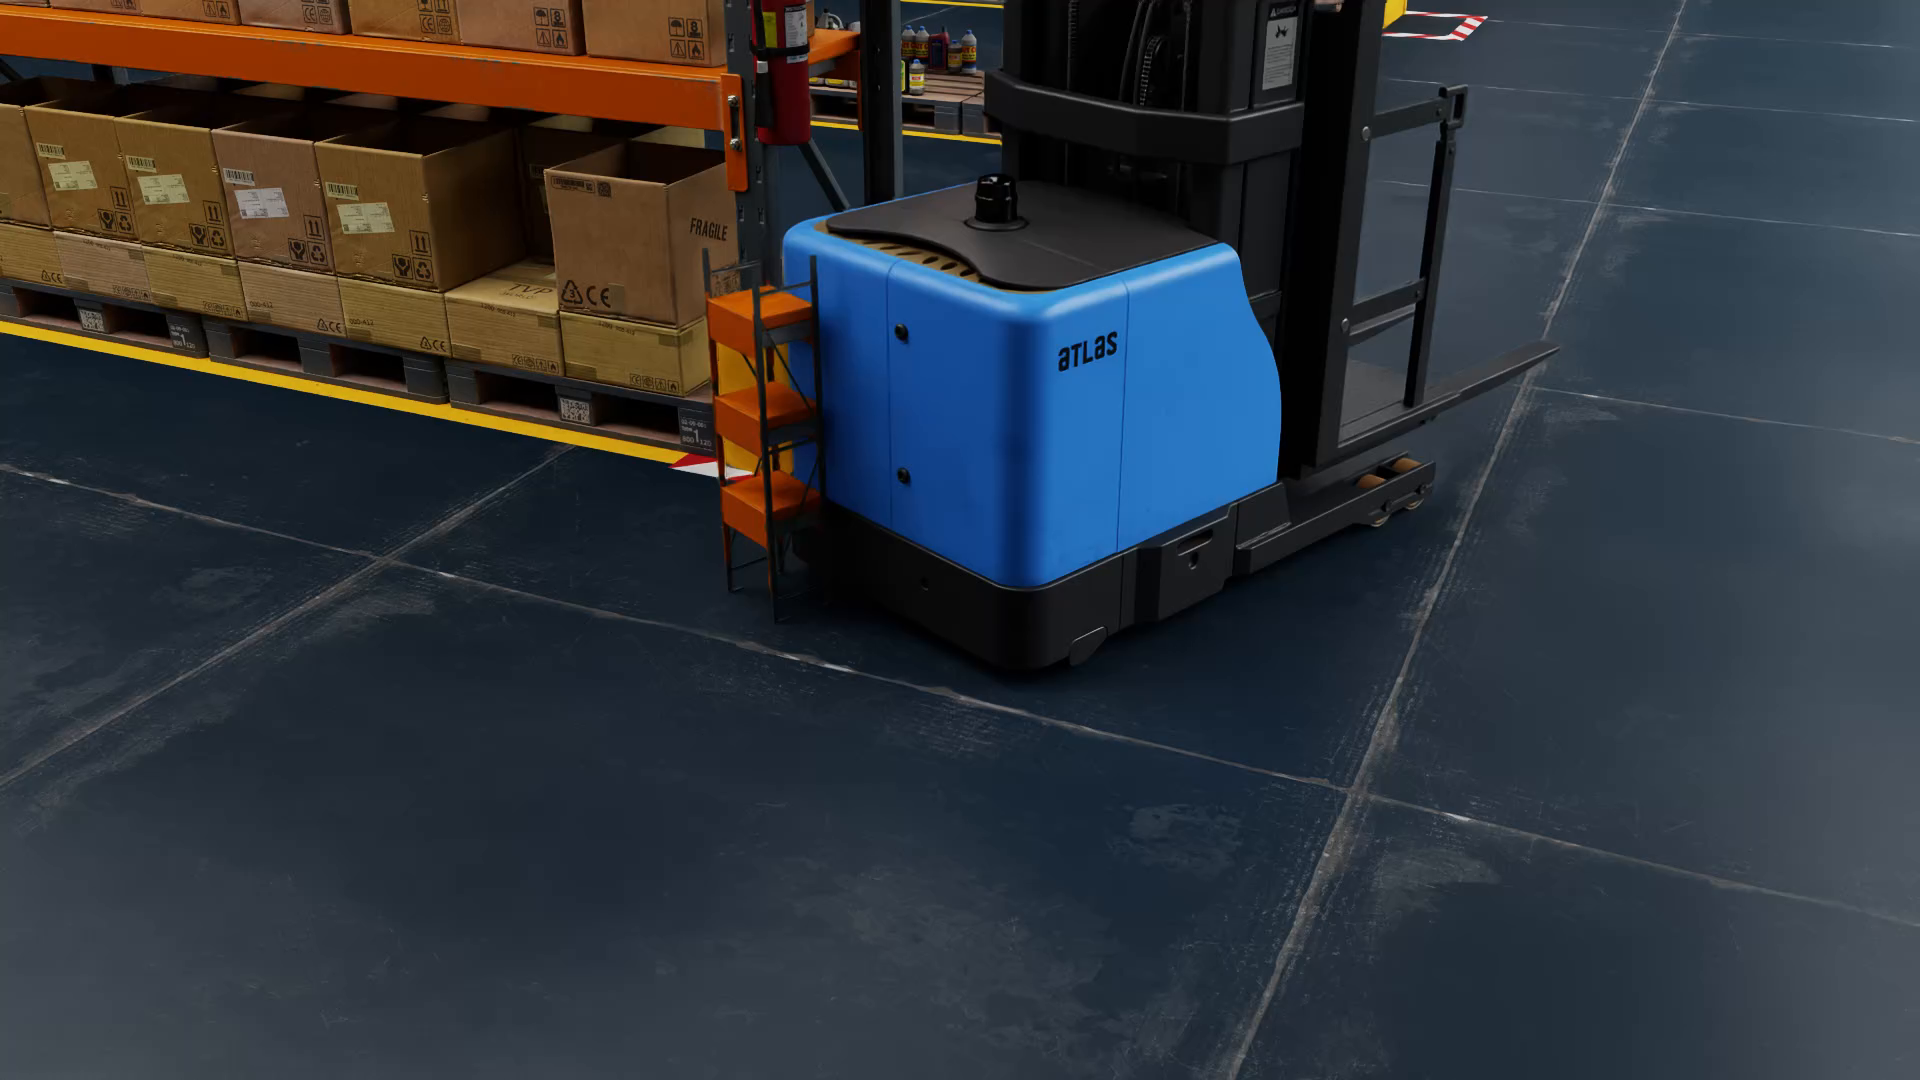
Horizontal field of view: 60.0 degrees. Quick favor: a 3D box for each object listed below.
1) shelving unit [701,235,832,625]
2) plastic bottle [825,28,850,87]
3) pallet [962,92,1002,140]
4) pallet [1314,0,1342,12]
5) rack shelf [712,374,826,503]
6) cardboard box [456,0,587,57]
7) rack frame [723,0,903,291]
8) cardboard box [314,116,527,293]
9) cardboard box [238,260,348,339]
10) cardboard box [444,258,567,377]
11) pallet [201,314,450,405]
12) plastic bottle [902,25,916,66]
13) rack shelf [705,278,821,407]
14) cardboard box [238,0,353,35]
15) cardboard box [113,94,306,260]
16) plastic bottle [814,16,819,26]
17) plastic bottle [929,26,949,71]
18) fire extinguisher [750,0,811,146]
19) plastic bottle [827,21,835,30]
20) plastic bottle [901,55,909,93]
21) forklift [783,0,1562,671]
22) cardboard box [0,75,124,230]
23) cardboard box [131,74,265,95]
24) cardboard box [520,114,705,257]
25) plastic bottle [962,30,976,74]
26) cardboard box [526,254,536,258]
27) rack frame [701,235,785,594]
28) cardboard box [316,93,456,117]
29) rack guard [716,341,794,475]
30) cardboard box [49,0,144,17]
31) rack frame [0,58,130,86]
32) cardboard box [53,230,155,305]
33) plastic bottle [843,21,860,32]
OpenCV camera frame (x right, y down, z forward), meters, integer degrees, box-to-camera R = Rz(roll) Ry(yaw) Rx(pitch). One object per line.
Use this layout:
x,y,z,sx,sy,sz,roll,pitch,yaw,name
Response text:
-0.535,-0.299,4.666,0.215,1.050,0.252,-20,33,-34,shelving unit
-0.769,-3.086,10.624,0.185,0.351,0.144,13,29,24,plastic bottle
0.755,-2.701,10.498,1.213,0.211,1.003,11,28,22,pallet
2.837,-4.724,14.606,1.213,0.211,1.003,11,28,22,pallet
-0.535,-0.289,4.671,0.215,0.259,0.240,-20,33,-34,rack shelf
-1.373,-2.045,5.895,0.500,0.500,0.700,12,29,23,cardboard box
-0.473,-1.816,5.542,0.127,3.000,1.000,11,28,22,rack frame
-2.001,-1.262,6.207,0.500,0.500,0.500,11,28,22,cardboard box
-2.454,-1.019,6.562,0.500,0.250,0.500,11,28,22,cardboard box
-1.544,-0.836,6.190,0.500,0.250,0.500,11,28,22,cardboard box
-2.293,-0.911,6.862,1.213,0.211,1.003,11,28,22,pallet
-0.344,-3.318,11.184,0.097,0.271,0.097,0,26,0,plastic bottle
-0.536,-0.543,4.545,0.215,0.259,0.240,-20,33,-34,rack shelf
-2.303,-2.233,6.277,0.500,0.500,0.700,12,29,23,cardboard box
-2.911,-1.445,6.577,0.500,0.500,0.500,11,28,22,cardboard box
-1.015,-3.467,11.473,0.133,0.283,0.061,13,29,25,plastic bottle
-0.139,-3.291,11.116,0.133,0.283,0.061,12,29,23,plastic bottle
-0.558,-1.573,5.136,0.183,0.674,0.296,11,28,22,fire extinguisher
-0.905,-3.375,11.286,0.133,0.283,0.061,11,28,22,plastic bottle
-0.386,-2.959,10.441,0.133,0.283,0.061,12,29,23,plastic bottle
0.920,-1.508,4.995,3.031,2.935,1.130,-22,34,-37,forklift
-3.822,-1.628,6.949,0.500,0.500,0.500,11,28,22,cardboard box
-3.151,-1.745,7.188,0.500,0.500,0.500,11,28,22,cardboard box
-1.325,-1.385,6.456,0.500,0.500,0.500,11,28,22,cardboard box
0.059,-3.237,11.019,0.097,0.271,0.097,0,26,0,plastic bottle
-1.781,-1.140,6.806,0.500,0.250,0.500,11,28,22,cardboard box
-0.612,-0.340,4.751,0.200,1.050,0.008,-20,33,-34,rack frame
-2.233,-1.570,6.831,0.500,0.500,0.500,11,28,22,cardboard box
-0.451,-0.690,6.085,0.348,0.500,1.175,11,28,22,rack guard
-3.225,-2.420,6.655,0.500,0.500,0.700,11,28,21,cardboard box
-4.114,-2.547,7.028,0.127,3.000,1.000,11,28,22,rack frame
-3.364,-1.202,6.933,0.500,0.250,0.500,11,28,22,cardboard box
-0.740,-3.386,11.317,0.135,0.276,0.152,12,29,23,plastic bottle
